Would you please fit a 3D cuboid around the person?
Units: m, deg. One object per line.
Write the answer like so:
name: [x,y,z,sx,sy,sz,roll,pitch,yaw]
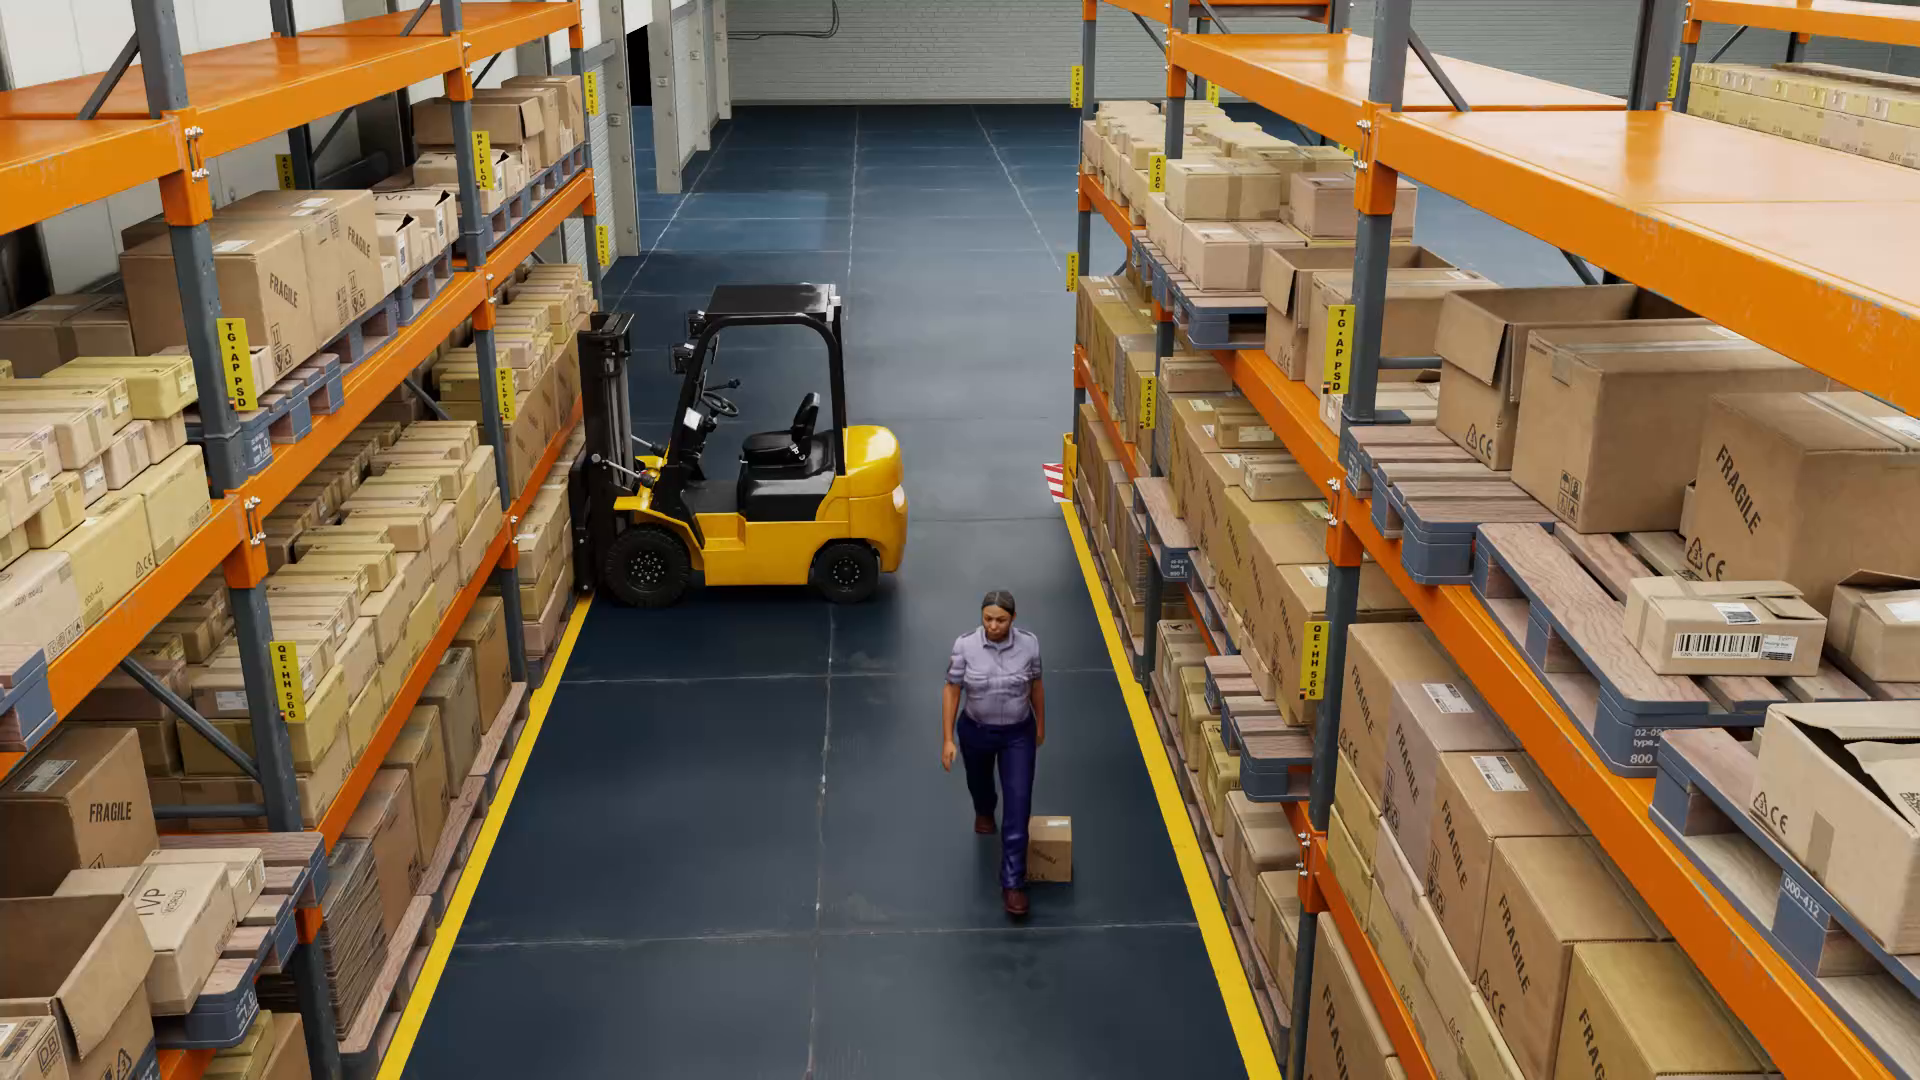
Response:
person: [0.173,0.986,8.482,0.520,1.595,1.036,1,21,4]
